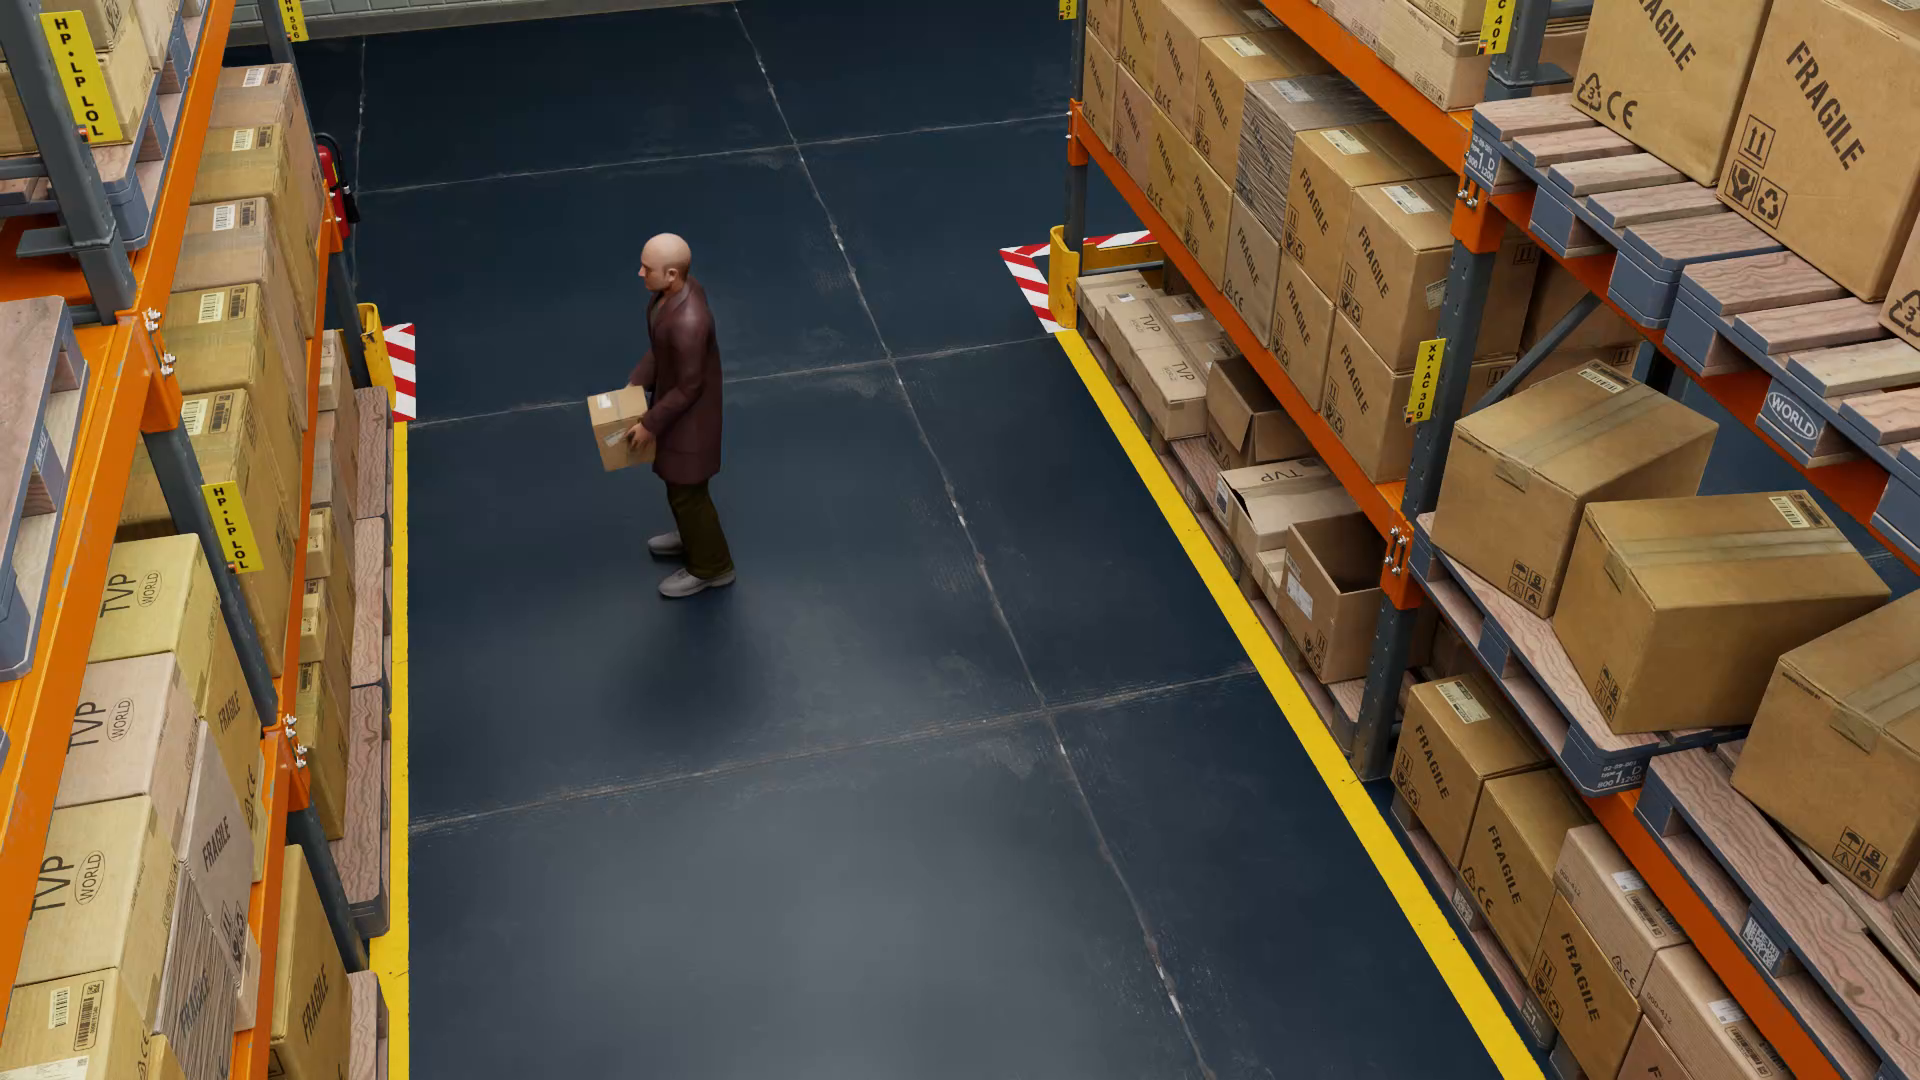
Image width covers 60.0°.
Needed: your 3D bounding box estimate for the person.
[{"bbox_3d":[-1.286,-0.556,7.441,0.467,1.782,0.575,-10,39,-13],"label":"person"}]
